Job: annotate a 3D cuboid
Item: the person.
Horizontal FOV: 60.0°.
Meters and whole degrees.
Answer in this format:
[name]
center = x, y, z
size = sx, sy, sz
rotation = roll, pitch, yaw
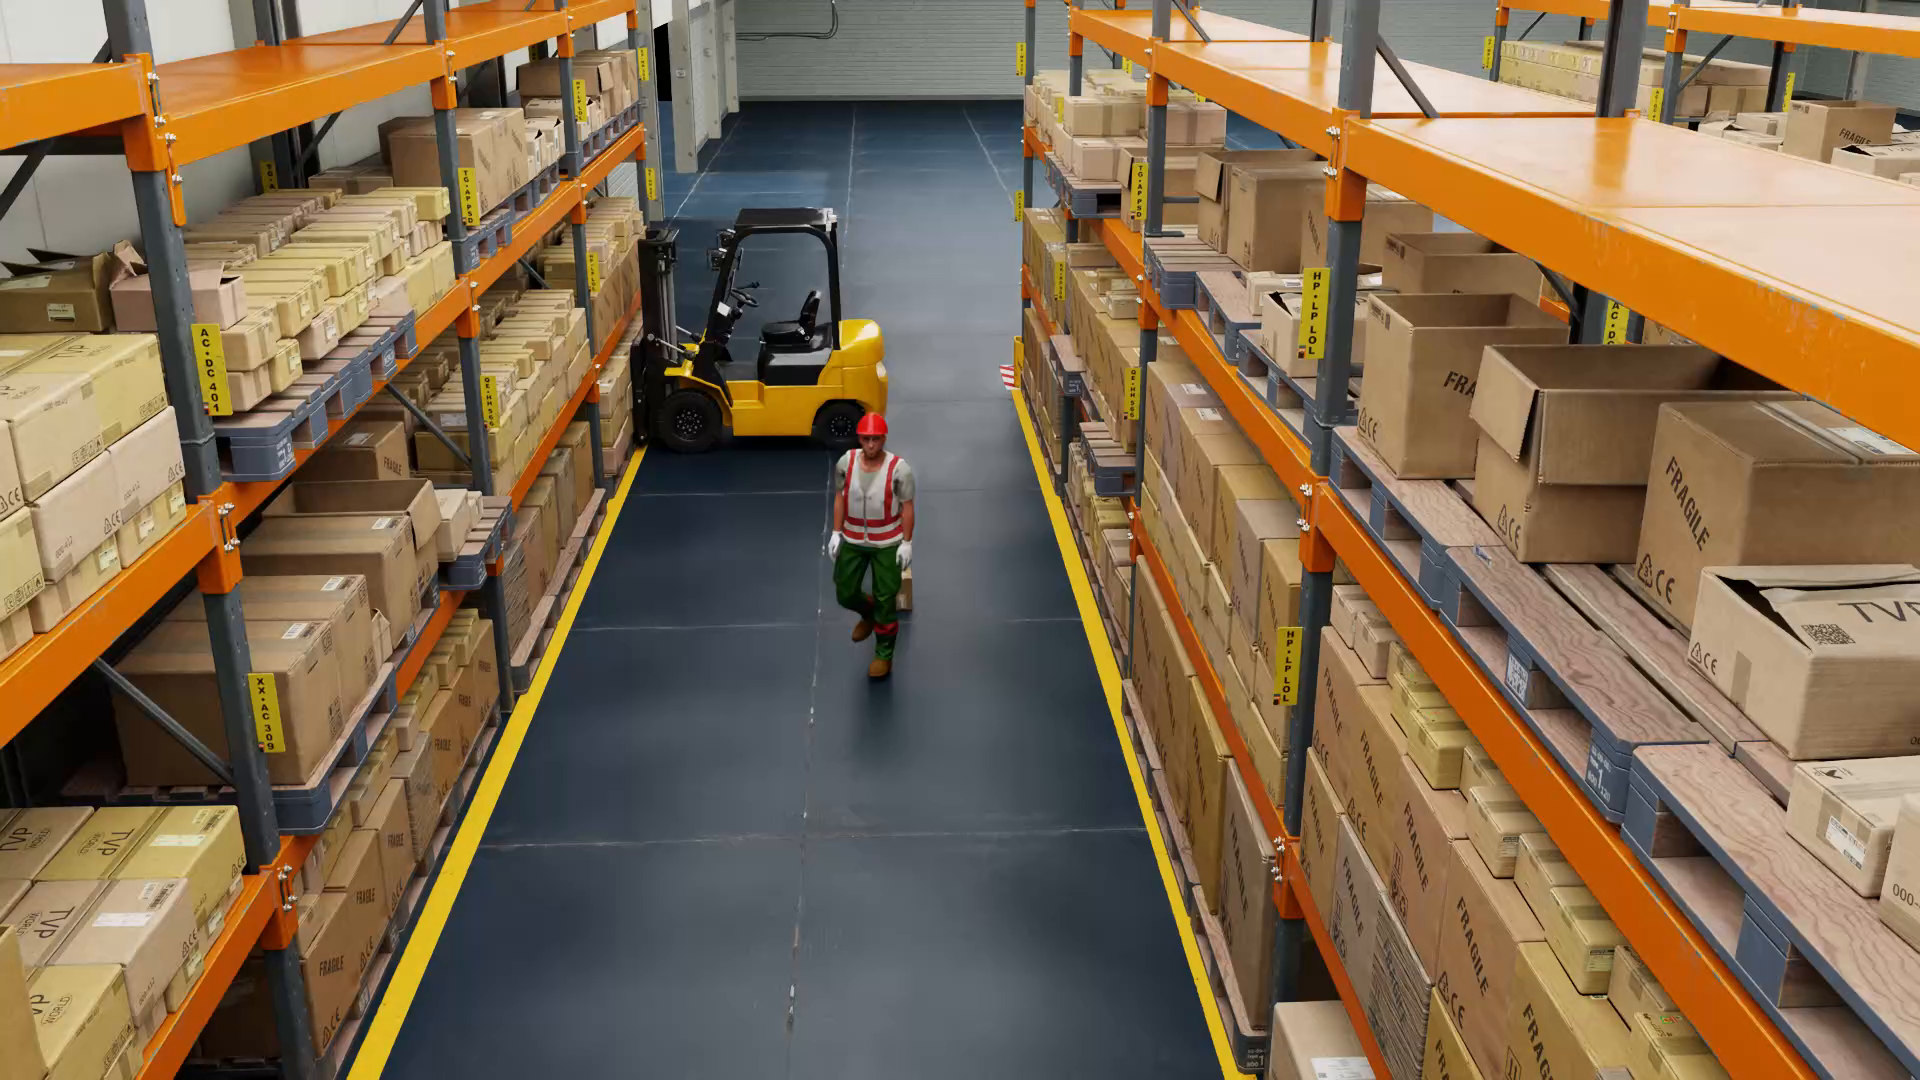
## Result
[person]
center = -0.563, -0.011, 10.998
size = 0.574, 1.788, 0.611
rotation = 5, 21, 13
